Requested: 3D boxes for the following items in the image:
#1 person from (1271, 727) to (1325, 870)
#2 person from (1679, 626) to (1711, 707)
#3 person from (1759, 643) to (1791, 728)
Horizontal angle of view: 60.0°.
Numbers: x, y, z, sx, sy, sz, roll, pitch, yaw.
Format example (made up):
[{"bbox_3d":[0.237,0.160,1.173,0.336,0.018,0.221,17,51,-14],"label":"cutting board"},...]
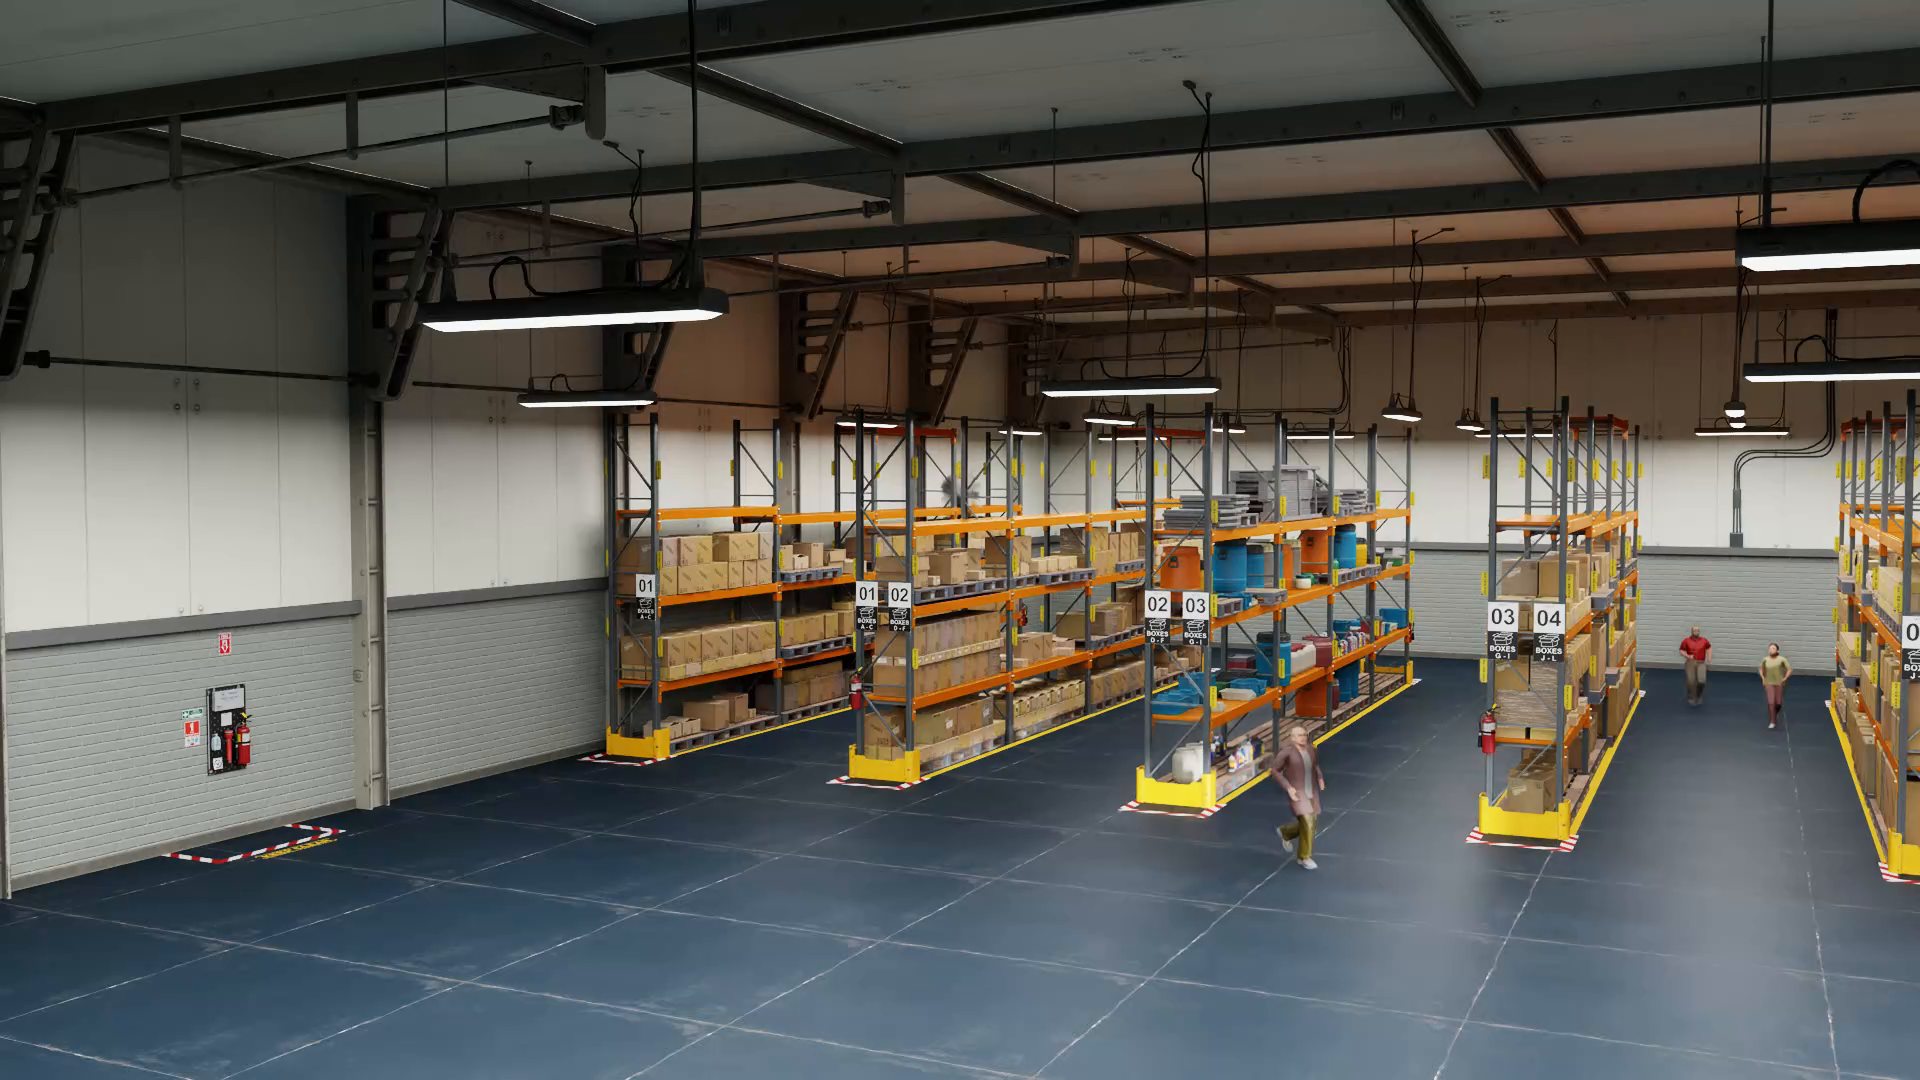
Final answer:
[{"bbox_3d":[4.298,3.246,21.129,0.706,1.763,0.761,-1,3,-29],"label":"person"},{"bbox_3d":[15.568,2.677,35.172,0.659,1.713,0.656,1,2,16],"label":"person"},{"bbox_3d":[15.879,2.829,32.422,0.577,1.644,0.603,2,3,33],"label":"person"}]
